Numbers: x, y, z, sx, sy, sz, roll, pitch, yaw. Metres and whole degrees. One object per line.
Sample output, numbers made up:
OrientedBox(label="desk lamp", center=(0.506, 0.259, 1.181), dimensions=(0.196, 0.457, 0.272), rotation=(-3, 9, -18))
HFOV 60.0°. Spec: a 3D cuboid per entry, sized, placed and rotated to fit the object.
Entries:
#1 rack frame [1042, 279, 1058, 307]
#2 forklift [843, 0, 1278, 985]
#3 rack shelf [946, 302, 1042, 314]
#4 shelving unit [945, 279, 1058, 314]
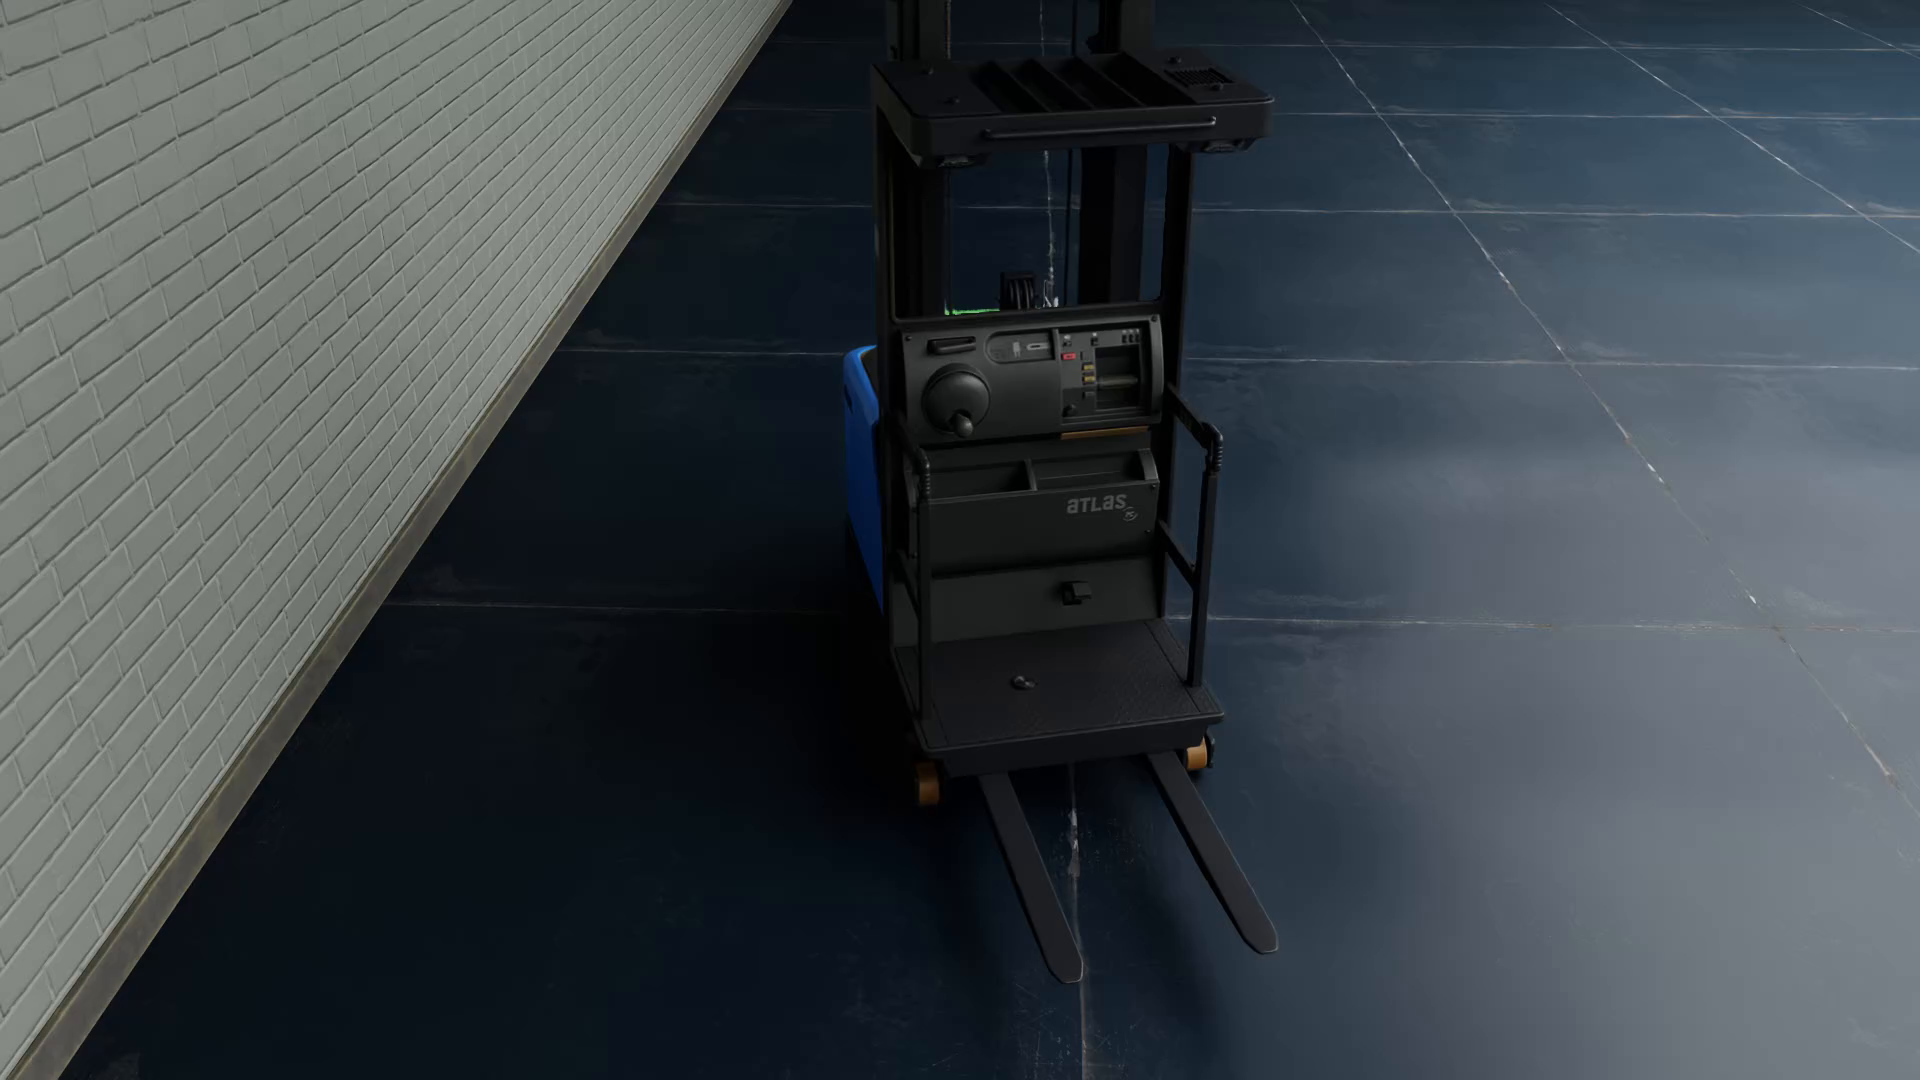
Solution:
OrientedBox(label="rack frame", center=(0.395, -0.573, 7.551), dimensions=(0.015, 1.200, 0.240), rotation=(-5, 28, -9))
OrientedBox(label="forklift", center=(0.306, -0.533, 5.626), dimensions=(1.130, 2.935, 3.031), rotation=(-6, 28, -11))
OrientedBox(label="rack shelf", center=(0.155, -0.921, 7.319), dimensions=(0.480, 0.148, 0.258), rotation=(-5, 28, -9))
OrientedBox(label="shelving unit", center=(0.155, -0.554, 7.513), dimensions=(0.503, 1.200, 0.258), rotation=(-5, 28, -9))
